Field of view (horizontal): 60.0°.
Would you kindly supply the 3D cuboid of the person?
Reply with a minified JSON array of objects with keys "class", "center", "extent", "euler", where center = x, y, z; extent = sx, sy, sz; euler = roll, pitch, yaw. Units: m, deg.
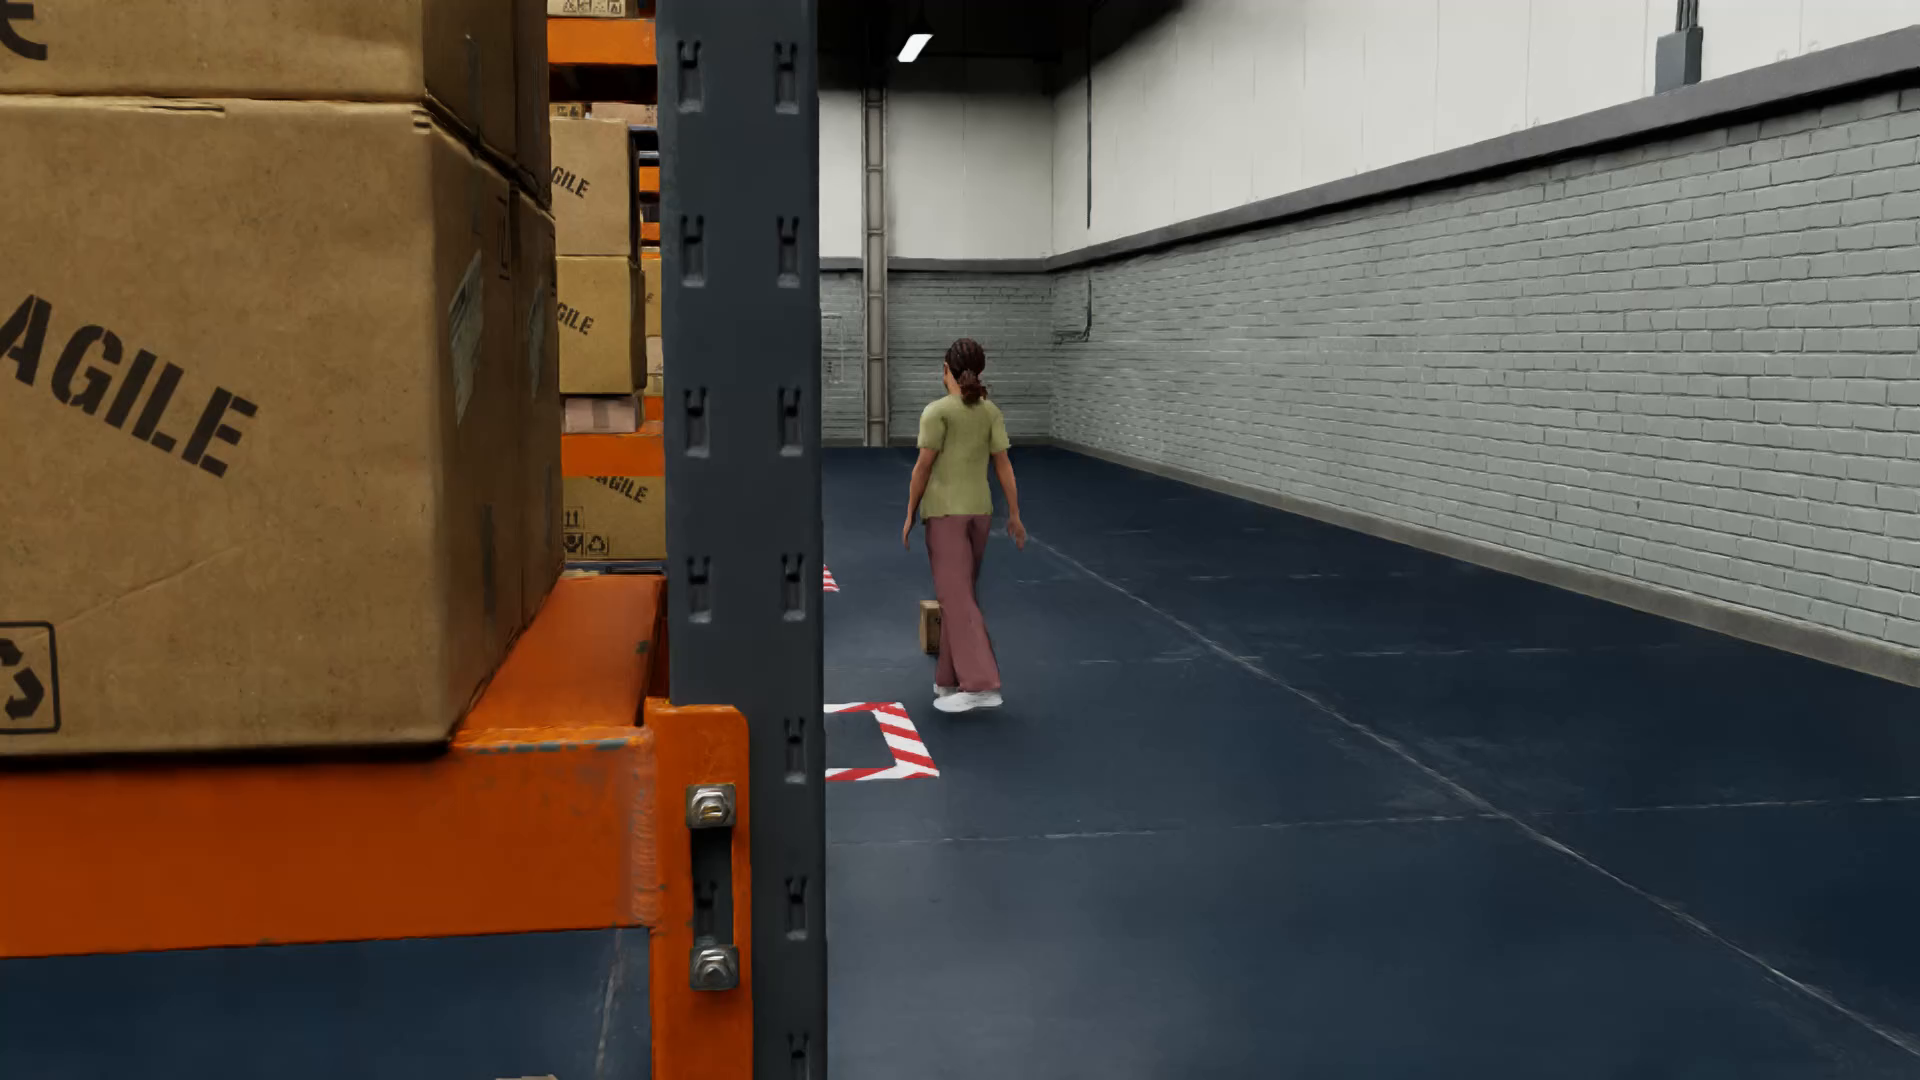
[{"class":"person","center":[0.013,-0.076,7.503],"extent":[0.585,1.663,0.665],"euler":[-5,8,-39]}]
